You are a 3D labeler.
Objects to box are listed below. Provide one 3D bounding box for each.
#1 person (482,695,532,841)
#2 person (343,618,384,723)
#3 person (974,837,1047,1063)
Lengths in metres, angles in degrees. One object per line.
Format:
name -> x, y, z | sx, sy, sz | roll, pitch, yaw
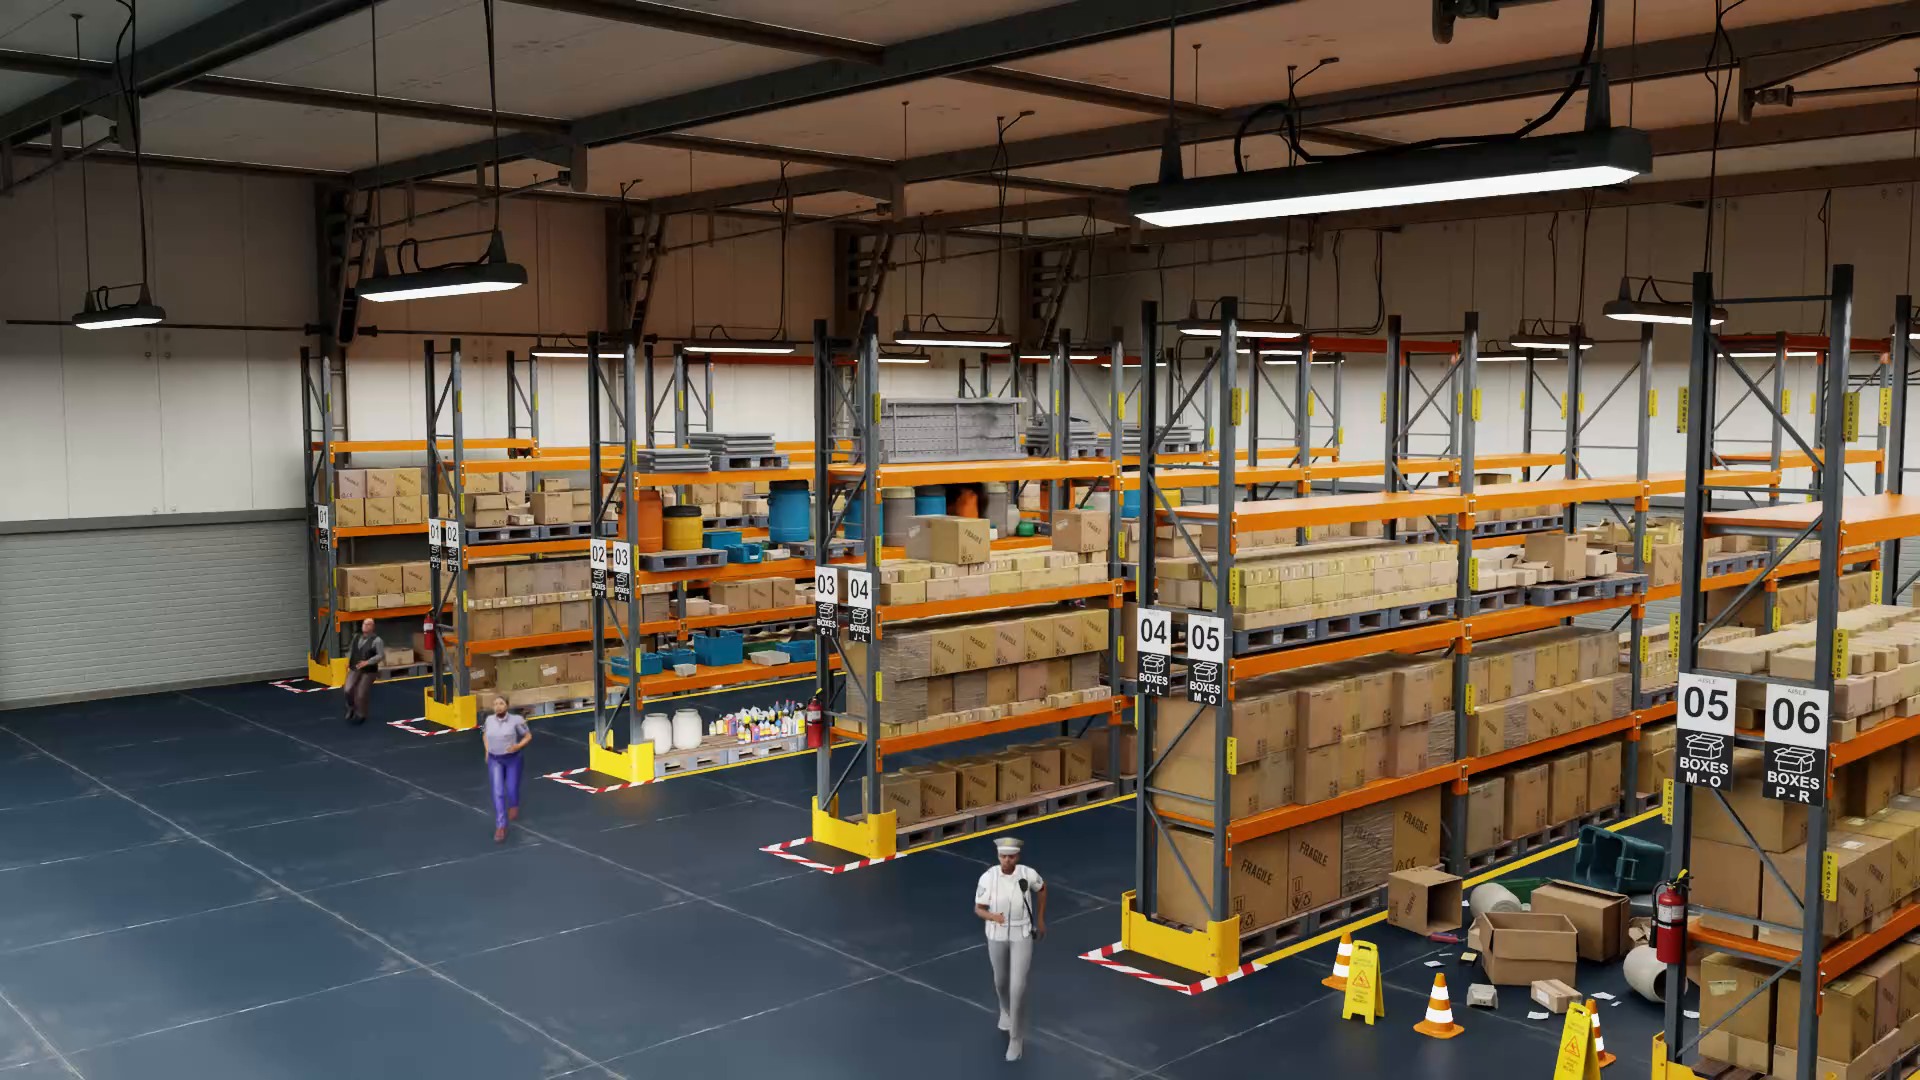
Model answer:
person -> -5.344, 2.638, 19.595 | 0.598, 1.656, 0.805 | 0, 5, -5
person -> -9.306, 2.050, 25.922 | 0.658, 1.658, 0.611 | 1, 5, 7
person -> 0.396, 3.171, 13.128 | 0.539, 1.750, 0.846 | 1, 5, 9
